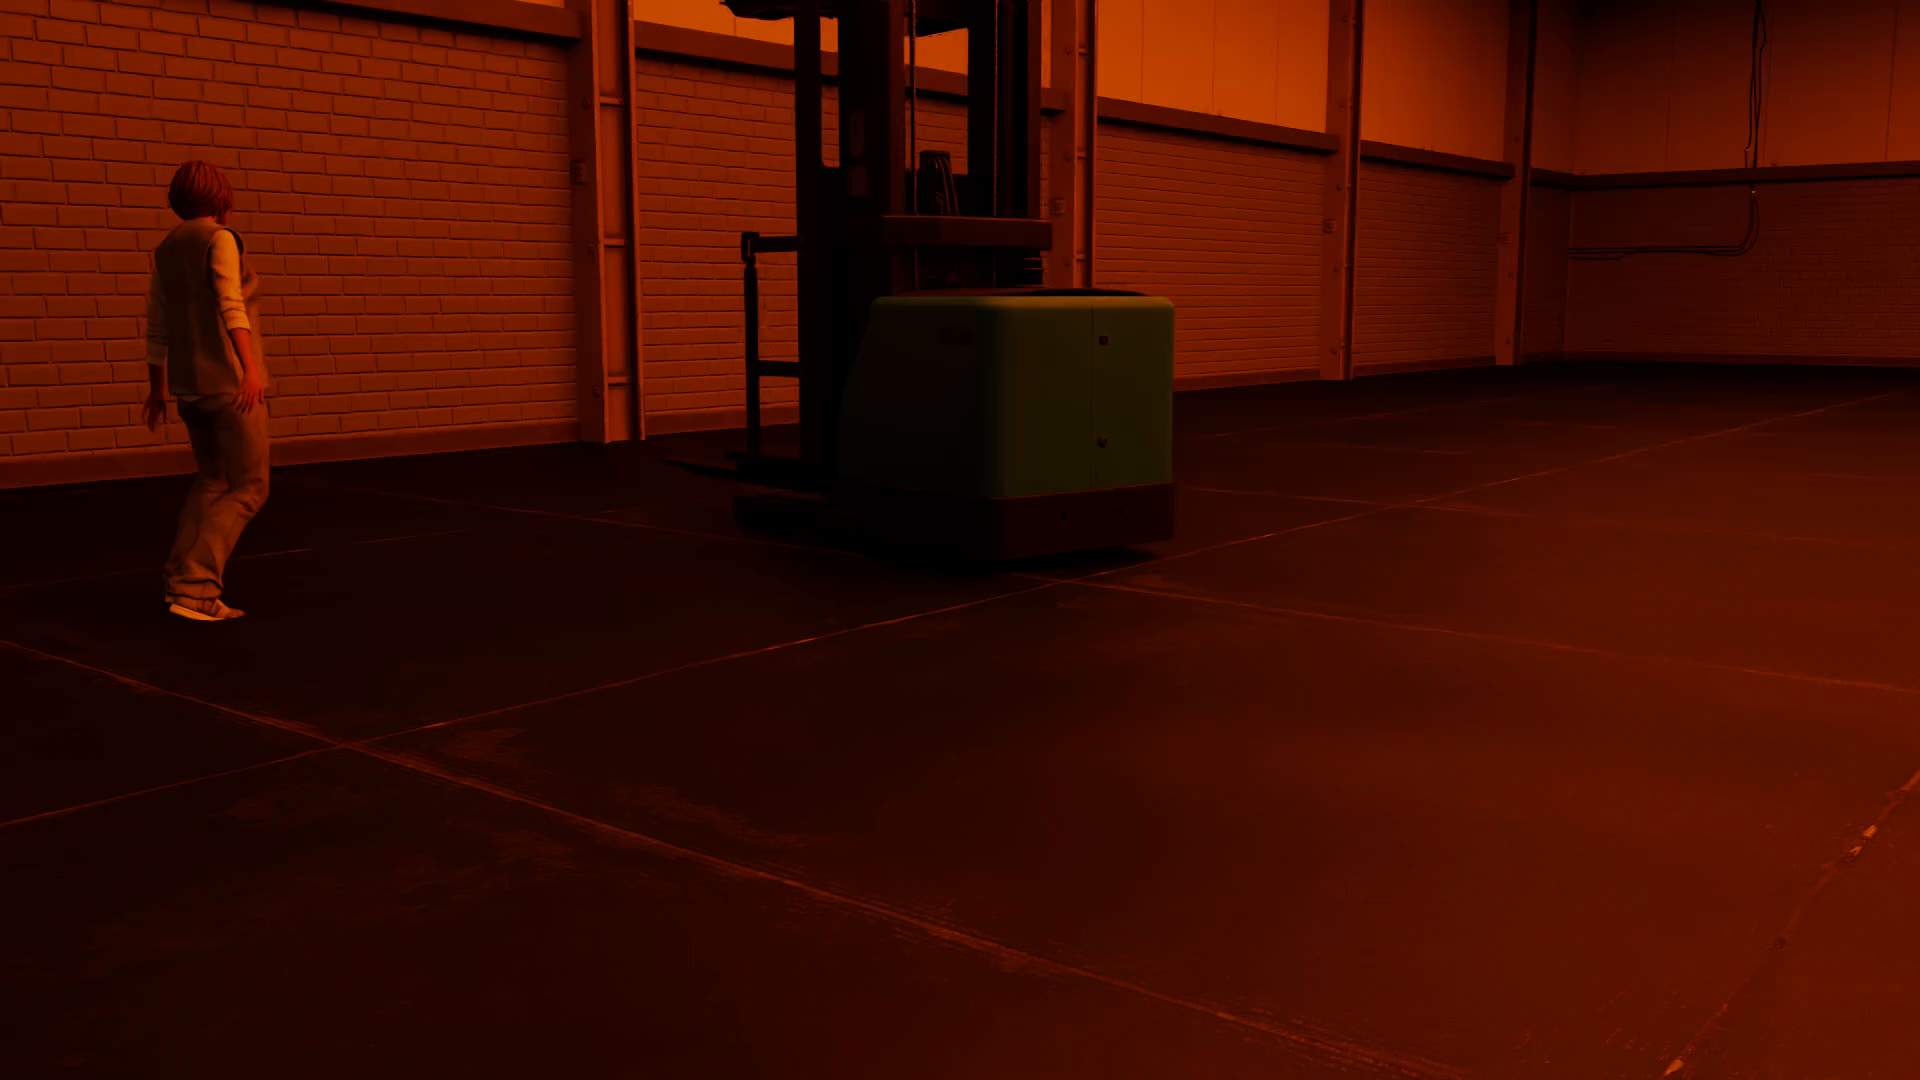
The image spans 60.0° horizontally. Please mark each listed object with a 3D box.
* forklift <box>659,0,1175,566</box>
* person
[{"bbox_3d":[-0.402,-1.515,7.635,1.130,2.935,3.031,-6,11,-37],"label":"forklift"},{"bbox_3d":[-2.570,-0.493,5.626,0.745,1.569,0.427,6,11,38],"label":"person"}]
